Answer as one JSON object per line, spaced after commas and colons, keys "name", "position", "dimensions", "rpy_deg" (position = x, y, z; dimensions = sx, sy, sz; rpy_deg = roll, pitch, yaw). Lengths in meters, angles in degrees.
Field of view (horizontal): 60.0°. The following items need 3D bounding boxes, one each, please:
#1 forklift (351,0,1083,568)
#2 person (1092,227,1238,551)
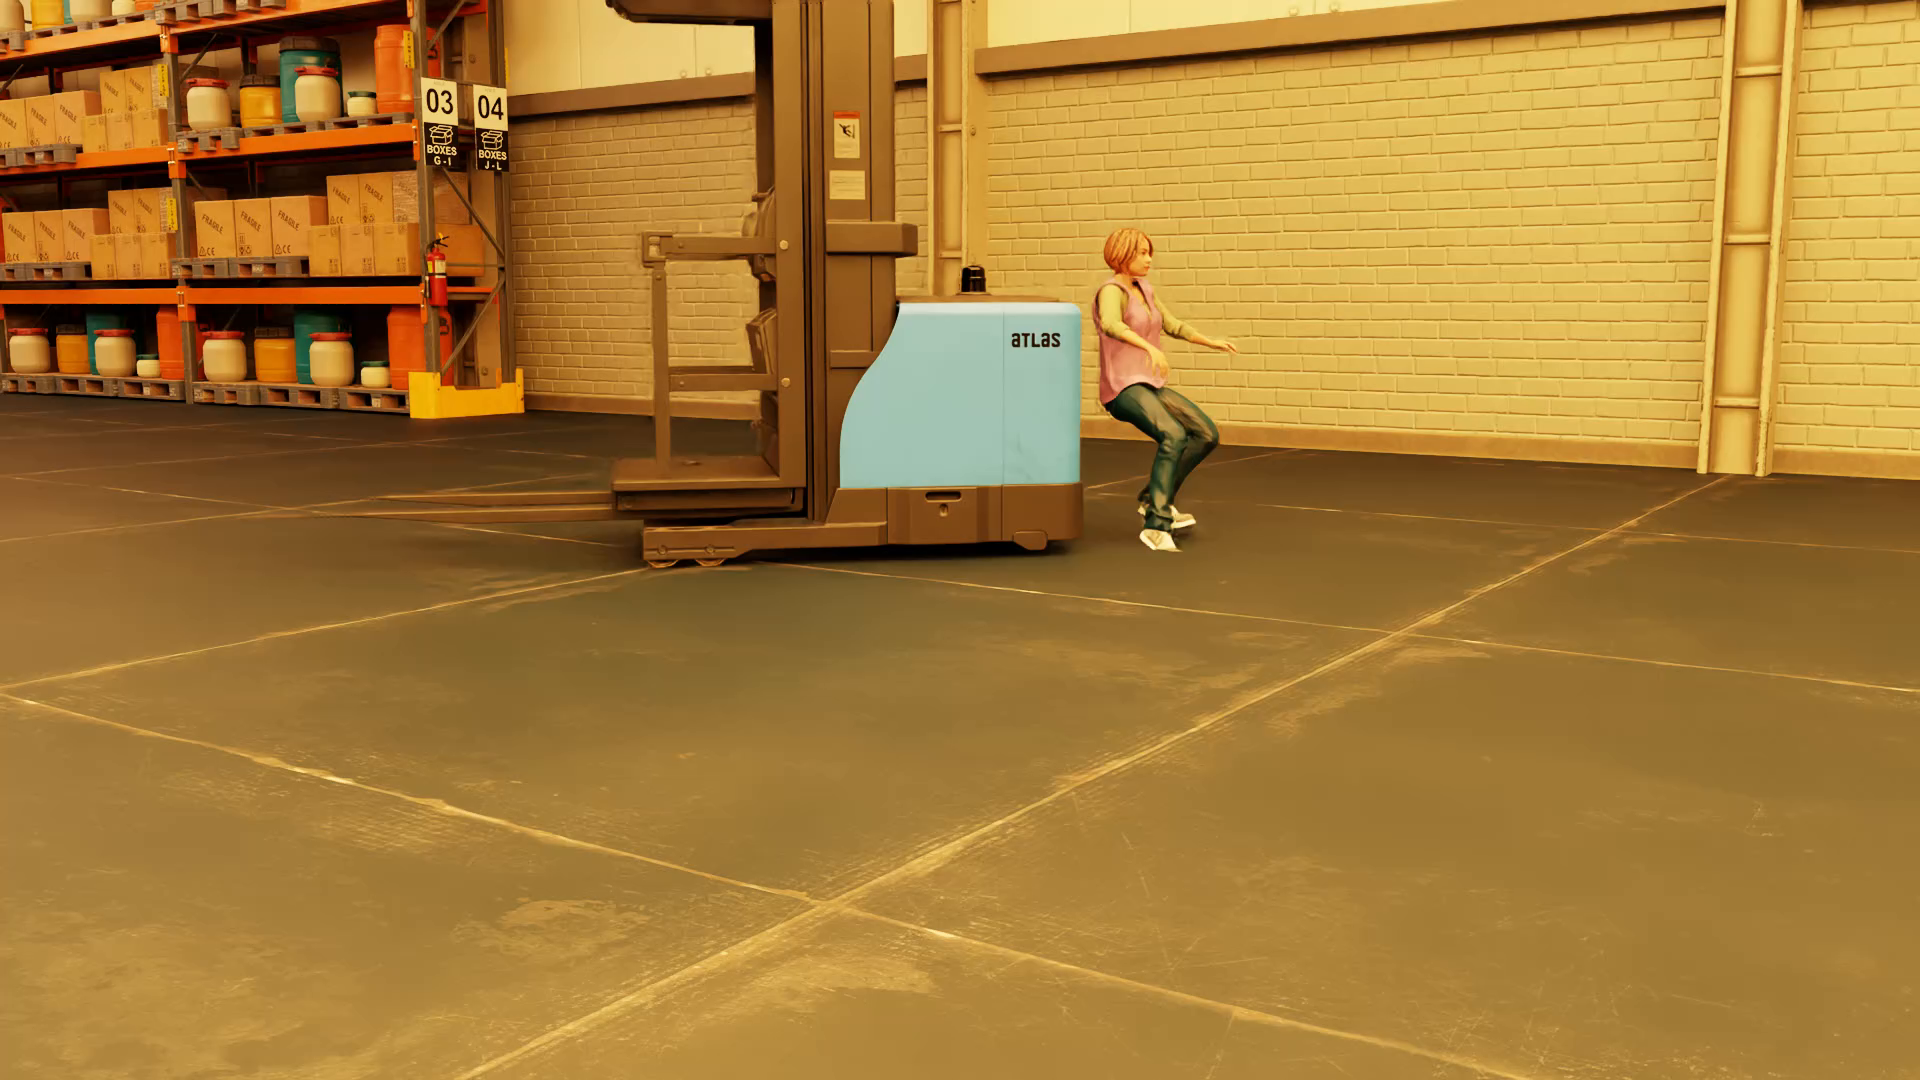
{"name": "forklift", "position": [-1.037, -1.416, 7.152], "dimensions": [3.031, 2.935, 1.130], "rpy_deg": [-2, 8, -11]}
{"name": "person", "position": [0.889, -0.681, 7.561], "dimensions": [0.597, 1.476, 0.730], "rpy_deg": [5, 9, 30]}
